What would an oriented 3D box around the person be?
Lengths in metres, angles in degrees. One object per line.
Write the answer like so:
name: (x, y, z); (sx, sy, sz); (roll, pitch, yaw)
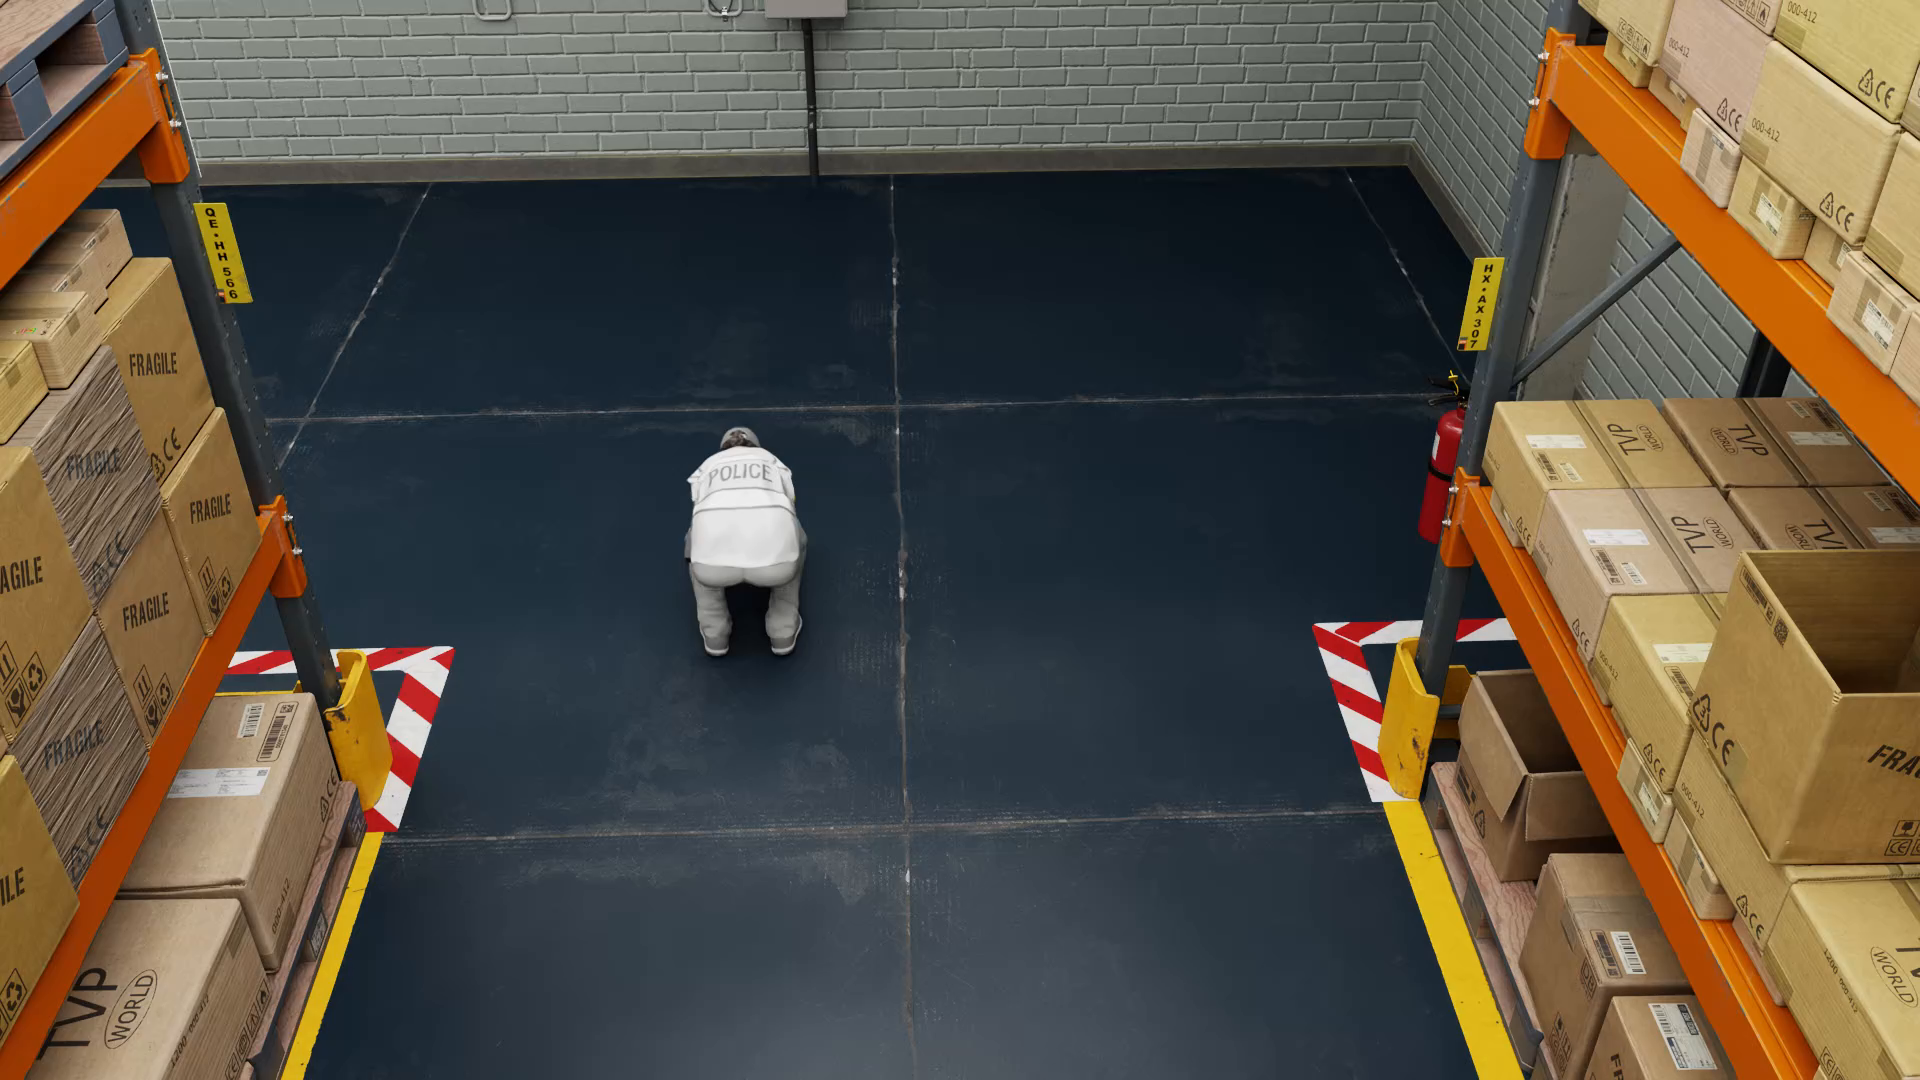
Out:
person: (-0.892, 0.010, 6.917); (0.513, 0.784, 0.942); (-2, 36, -3)
